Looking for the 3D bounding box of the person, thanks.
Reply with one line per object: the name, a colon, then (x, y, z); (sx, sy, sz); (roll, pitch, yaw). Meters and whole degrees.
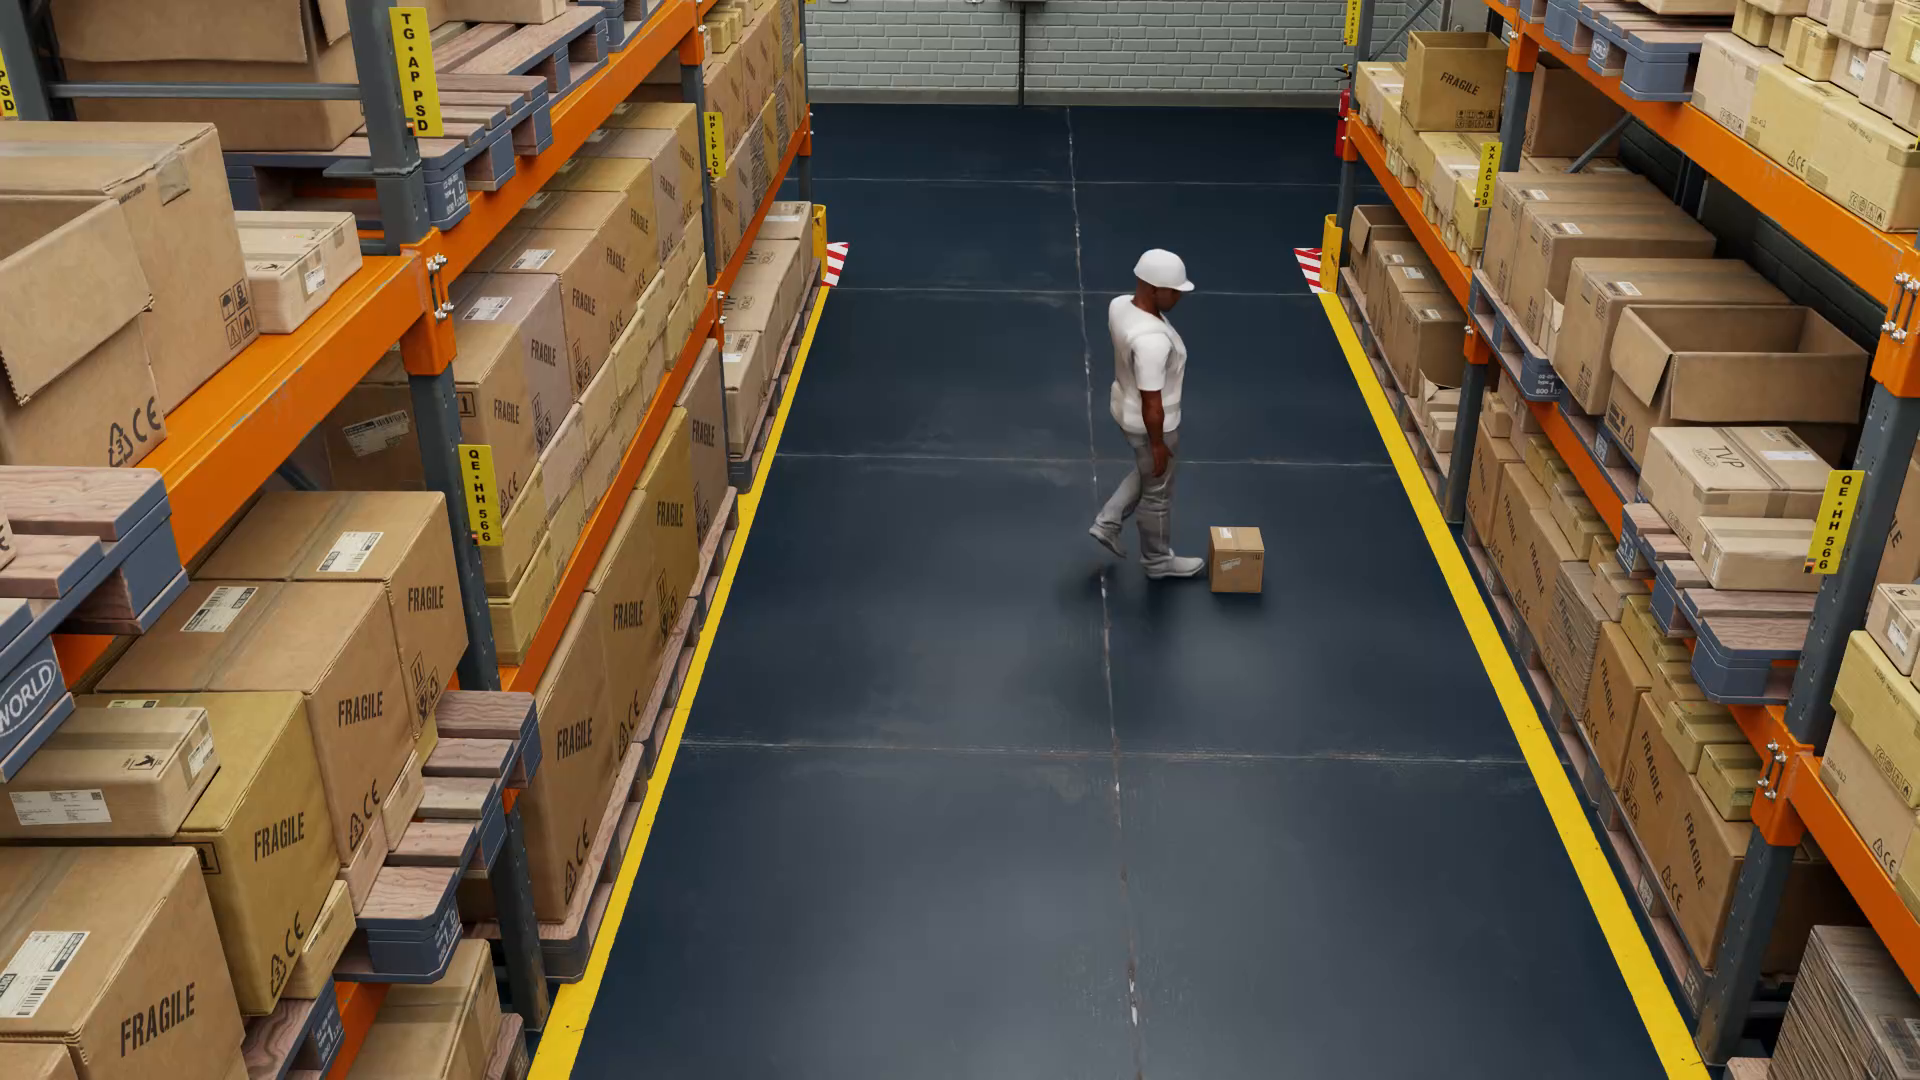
person: (0.972, -0.604, 8.205); (0.582, 1.766, 0.636); (-5, 28, -10)
